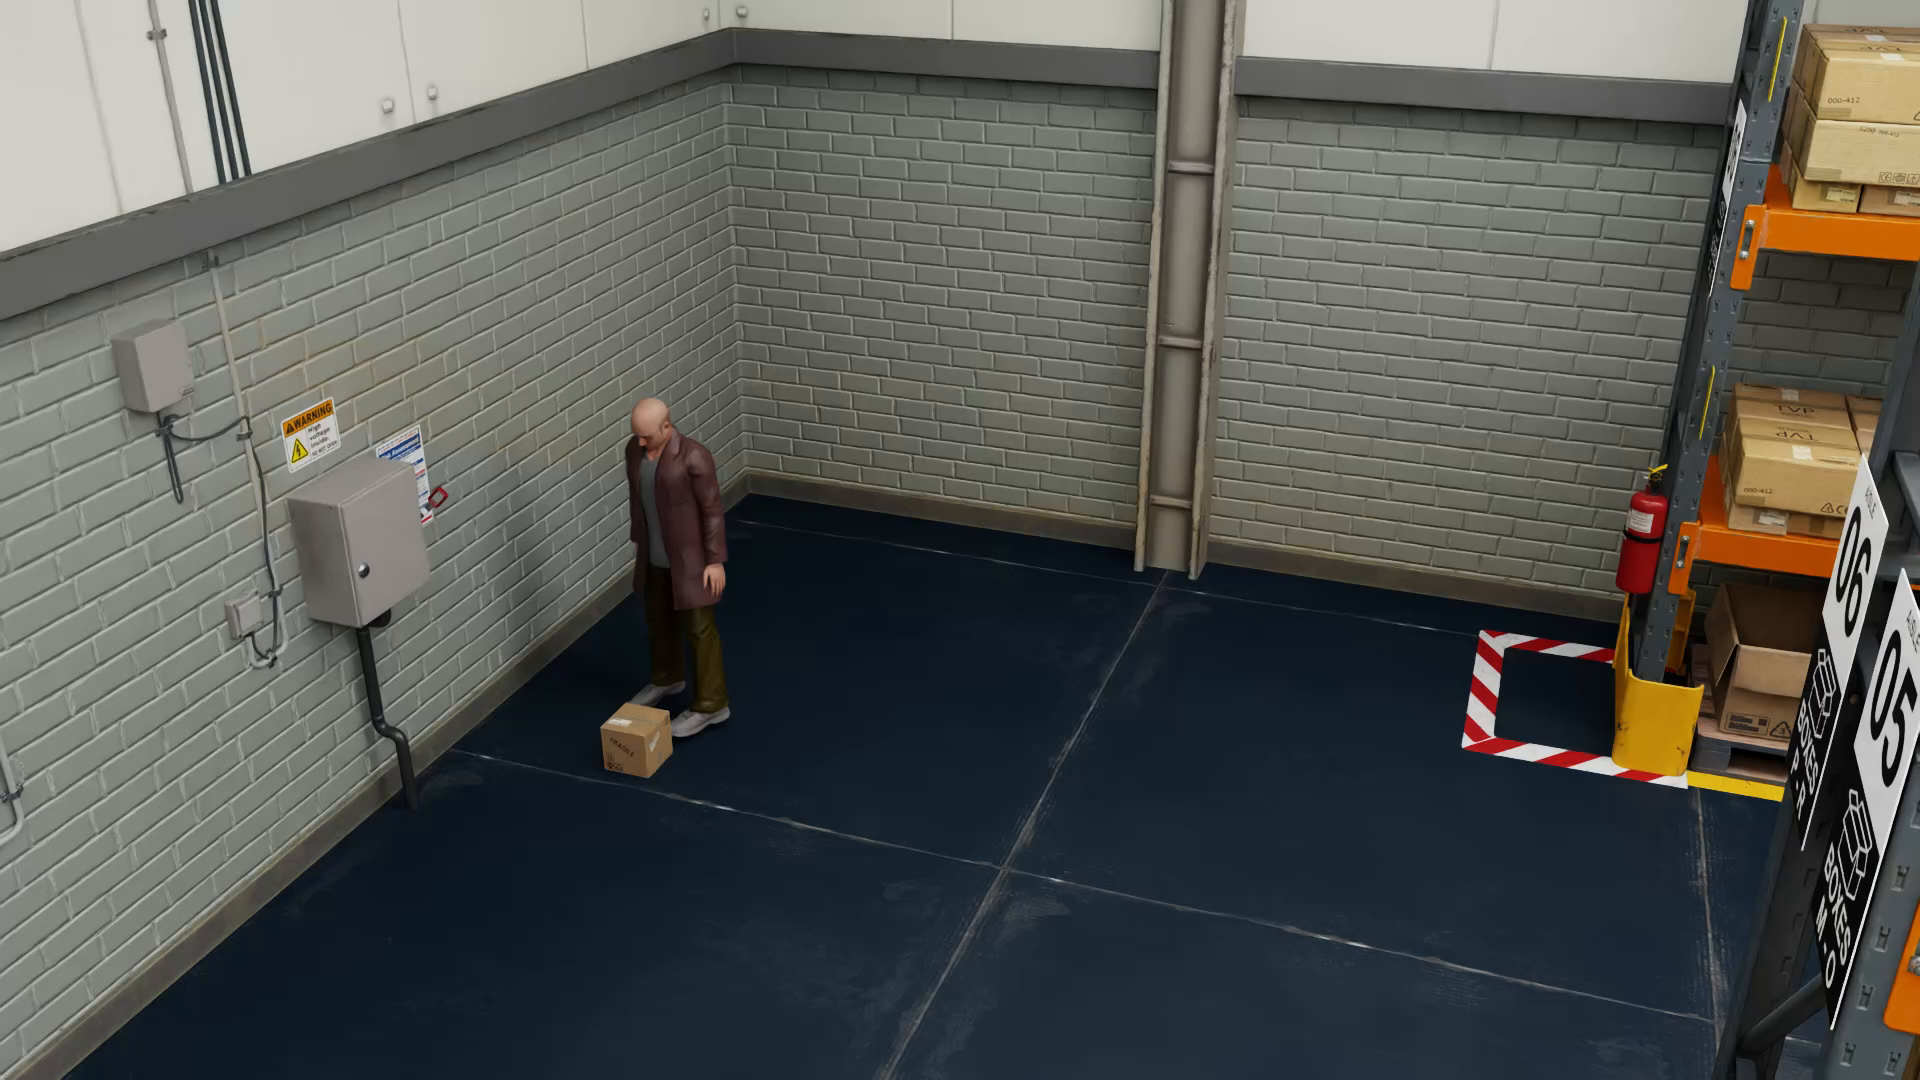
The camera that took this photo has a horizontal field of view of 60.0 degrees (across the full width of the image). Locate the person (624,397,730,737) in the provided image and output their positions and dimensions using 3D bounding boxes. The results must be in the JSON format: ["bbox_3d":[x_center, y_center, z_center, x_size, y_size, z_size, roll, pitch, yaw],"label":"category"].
[{"bbox_3d":[-1.475,0.111,8.360,0.628,1.768,0.481,15,29,28],"label":"person"}]
